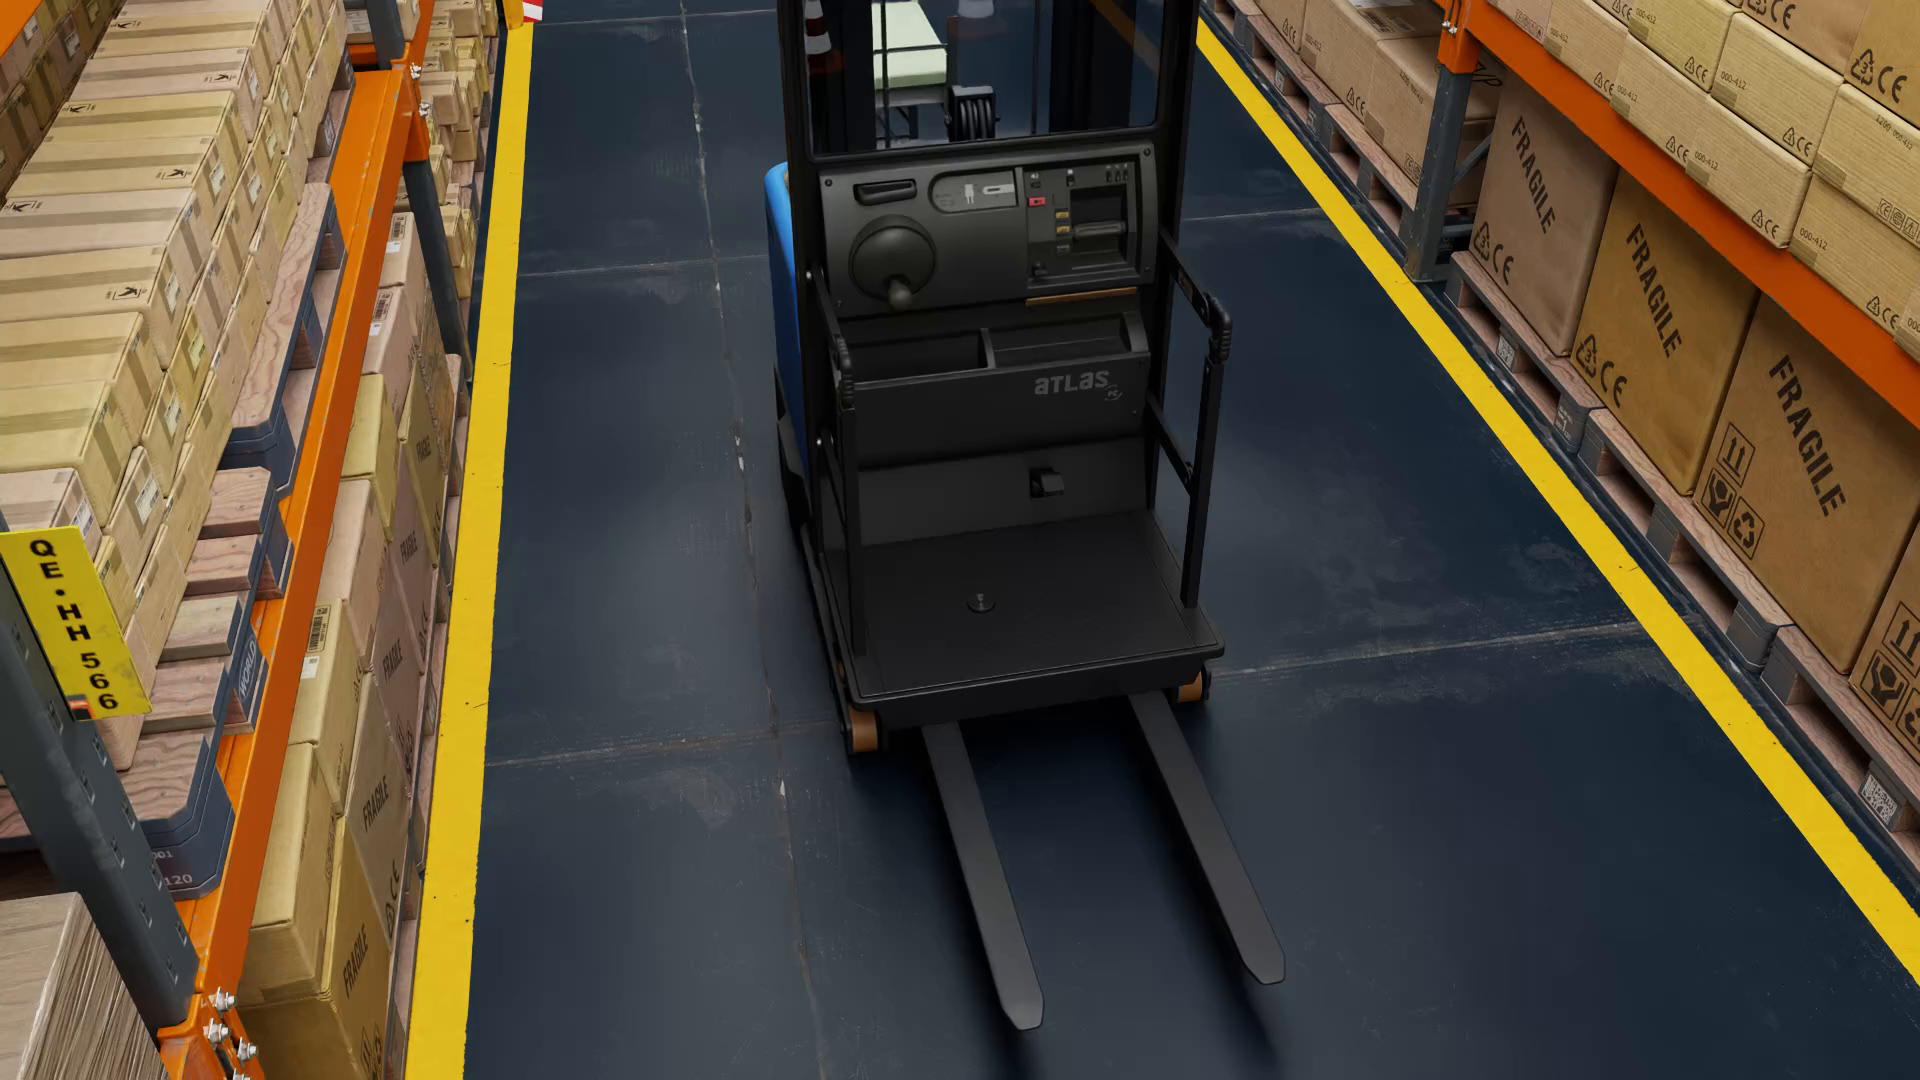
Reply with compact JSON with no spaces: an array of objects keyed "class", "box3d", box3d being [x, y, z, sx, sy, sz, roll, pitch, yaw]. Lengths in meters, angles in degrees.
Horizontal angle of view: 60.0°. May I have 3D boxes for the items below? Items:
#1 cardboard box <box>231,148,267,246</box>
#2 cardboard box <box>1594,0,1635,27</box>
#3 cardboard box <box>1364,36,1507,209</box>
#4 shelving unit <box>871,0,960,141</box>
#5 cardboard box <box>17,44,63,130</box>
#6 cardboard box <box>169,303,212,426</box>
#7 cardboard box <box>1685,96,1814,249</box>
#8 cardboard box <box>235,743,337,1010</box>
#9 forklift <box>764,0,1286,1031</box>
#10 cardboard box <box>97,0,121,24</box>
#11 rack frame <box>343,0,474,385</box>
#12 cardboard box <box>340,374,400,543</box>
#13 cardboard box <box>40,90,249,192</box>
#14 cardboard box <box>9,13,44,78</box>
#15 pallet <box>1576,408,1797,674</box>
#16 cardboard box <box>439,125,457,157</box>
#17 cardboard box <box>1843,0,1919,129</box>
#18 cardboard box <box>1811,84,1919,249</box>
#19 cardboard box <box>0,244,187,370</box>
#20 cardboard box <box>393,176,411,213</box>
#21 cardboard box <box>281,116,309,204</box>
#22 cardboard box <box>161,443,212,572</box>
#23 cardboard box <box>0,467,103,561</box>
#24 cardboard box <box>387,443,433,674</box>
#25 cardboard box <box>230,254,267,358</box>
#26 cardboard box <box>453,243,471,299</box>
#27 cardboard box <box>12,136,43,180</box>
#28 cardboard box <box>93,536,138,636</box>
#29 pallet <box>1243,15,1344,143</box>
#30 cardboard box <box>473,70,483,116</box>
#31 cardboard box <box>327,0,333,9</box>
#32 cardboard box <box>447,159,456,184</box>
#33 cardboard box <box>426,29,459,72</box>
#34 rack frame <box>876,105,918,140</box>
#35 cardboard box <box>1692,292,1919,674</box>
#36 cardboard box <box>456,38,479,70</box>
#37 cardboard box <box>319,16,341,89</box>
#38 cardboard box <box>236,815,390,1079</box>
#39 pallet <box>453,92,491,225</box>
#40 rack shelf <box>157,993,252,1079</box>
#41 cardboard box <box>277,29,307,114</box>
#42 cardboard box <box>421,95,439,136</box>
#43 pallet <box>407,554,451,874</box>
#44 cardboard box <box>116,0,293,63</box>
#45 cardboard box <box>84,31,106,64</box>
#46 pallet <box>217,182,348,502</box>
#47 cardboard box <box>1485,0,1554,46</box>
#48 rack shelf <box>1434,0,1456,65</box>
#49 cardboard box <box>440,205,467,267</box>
[{"class":"cardboard box","box3d":[-1.885,-0.803,3.958,0.380,0.149,0.250,-5,38,-6]},{"class":"cardboard box","box3d":[2.353,-1.904,5.471,0.500,0.250,0.500,-6,38,-7]},{"class":"cardboard box","box3d":[2.430,-1.919,7.521,0.875,0.438,0.875,-7,38,-9]},{"class":"shelving unit","box3d":[-0.286,-1.362,6.280,0.431,1.500,0.755,-8,38,-10]},{"class":"cardboard box","box3d":[-2.666,-1.208,4.480,0.380,0.149,0.250,-8,39,-10]},{"class":"cardboard box","box3d":[-1.751,-0.339,3.362,0.380,0.149,0.250,-6,38,-8]},{"class":"cardboard box","box3d":[2.497,-1.094,4.836,0.500,0.250,0.500,-7,38,-9]},{"class":"cardboard box","box3d":[-1.602,0.718,3.465,0.500,0.250,0.500,-8,39,-10]},{"class":"forklift","box3d":[0.135,-0.780,4.366,1.130,2.935,3.031,-8,39,-10]},{"class":"cardboard box","box3d":[-2.805,-1.677,5.084,0.380,0.149,0.250,-6,38,-7]},{"class":"rack frame","box3d":[-2.421,-1.781,5.597,1.000,3.000,0.127,-6,38,-8]},{"class":"cardboard box","box3d":[-1.858,-0.203,4.651,0.500,0.250,0.500,-8,39,-10]},{"class":"cardboard box","box3d":[-1.882,-0.911,3.855,0.380,0.149,0.250,-7,38,-9]},{"class":"cardboard box","box3d":[-2.666,-1.321,4.383,0.380,0.149,0.250,-7,38,-9]},{"class":"pallet","box3d":[2.861,-0.077,5.677,1.003,0.211,1.213,-6,38,-8]},{"class":"cardboard box","box3d":[-2.450,-1.810,7.374,0.380,0.149,0.250,-5,38,-6]},{"class":"cardboard box","box3d":[2.609,-1.286,4.064,0.500,0.500,0.500,-6,38,-8]},{"class":"cardboard box","box3d":[2.597,-0.978,4.279,0.500,0.250,0.500,-7,38,-9]},{"class":"cardboard box","box3d":[-1.744,-0.437,3.245,0.380,0.149,0.250,-8,39,-10]},{"class":"cardboard box","box3d":[-2.278,-1.286,6.457,0.380,0.149,0.250,-5,38,-6]},{"class":"cardboard box","box3d":[-1.971,-1.002,4.458,0.380,0.149,0.250,-8,39,-10]},{"class":"cardboard box","box3d":[-1.694,-0.048,3.230,0.380,0.149,0.250,-4,38,-6]},{"class":"cardboard box","box3d":[-1.611,0.031,2.643,0.380,0.149,0.250,-6,38,-8]},{"class":"cardboard box","box3d":[-1.868,0.081,4.896,0.500,0.500,0.500,-7,38,-9]},{"class":"cardboard box","box3d":[-1.834,-0.524,3.842,0.380,0.149,0.250,-6,38,-7]},{"class":"cardboard box","box3d":[-2.169,-1.075,6.671,0.380,0.149,0.250,-8,39,-10]},{"class":"cardboard box","box3d":[-2.623,-0.936,4.373,0.380,0.149,0.250,-8,39,-10]},{"class":"cardboard box","box3d":[-1.607,0.138,2.748,0.380,0.149,0.250,-5,38,-6]},{"class":"pallet","box3d":[2.161,-2.479,8.769,1.003,0.211,1.213,-6,38,-8]},{"class":"cardboard box","box3d":[-2.528,-2.166,8.074,0.380,0.149,0.250,-6,38,-7]},{"class":"cardboard box","box3d":[-2.157,-1.746,5.172,0.380,0.149,0.250,-5,38,-7]},{"class":"cardboard box","box3d":[-2.404,-1.529,7.254,0.380,0.149,0.250,-7,38,-9]},{"class":"cardboard box","box3d":[-2.526,-2.233,7.676,0.380,0.149,0.250,-6,38,-8]},{"class":"rack frame","box3d":[-0.365,-1.581,6.562,0.400,1.500,0.023,-8,38,-10]},{"class":"cardboard box","box3d":[2.944,-0.250,5.017,0.875,0.875,0.875,-6,38,-7]},{"class":"cardboard box","box3d":[-2.526,-2.284,7.984,0.380,0.149,0.250,-4,38,-6]},{"class":"cardboard box","box3d":[-2.110,-1.472,5.062,0.380,0.149,0.250,-6,38,-8]},{"class":"cardboard box","box3d":[-1.593,1.002,3.711,0.500,0.500,0.500,-8,39,-10]},{"class":"pallet","box3d":[-2.791,-1.820,7.920,1.003,0.211,1.213,-6,38,-8]},{"class":"rack shelf","box3d":[-1.369,2.127,1.153,1.077,0.370,4.000,-6,38,-8]},{"class":"cardboard box","box3d":[-2.017,-1.272,4.562,0.380,0.149,0.250,-7,38,-9]},{"class":"cardboard box","box3d":[-2.429,-1.761,7.069,0.380,0.149,0.250,-7,38,-9]},{"class":"pallet","box3d":[-2.066,0.529,4.897,1.003,0.211,1.213,-6,38,-8]},{"class":"cardboard box","box3d":[-2.021,-1.384,4.464,0.380,0.149,0.250,-6,38,-8]},{"class":"cardboard box","box3d":[-2.751,-1.393,4.961,0.380,0.149,0.250,-6,38,-7]},{"class":"pallet","box3d":[-2.107,-0.480,4.080,1.003,0.211,1.213,-6,38,-8]},{"class":"cardboard box","box3d":[2.252,-2.021,6.029,0.500,0.250,0.500,-7,38,-9]},{"class":"rack shelf","box3d":[2.084,-3.298,8.137,1.077,0.370,4.000,-6,38,-8]},{"class":"cardboard box","box3d":[-2.170,-1.192,6.578,0.380,0.149,0.250,-5,38,-6]}]
